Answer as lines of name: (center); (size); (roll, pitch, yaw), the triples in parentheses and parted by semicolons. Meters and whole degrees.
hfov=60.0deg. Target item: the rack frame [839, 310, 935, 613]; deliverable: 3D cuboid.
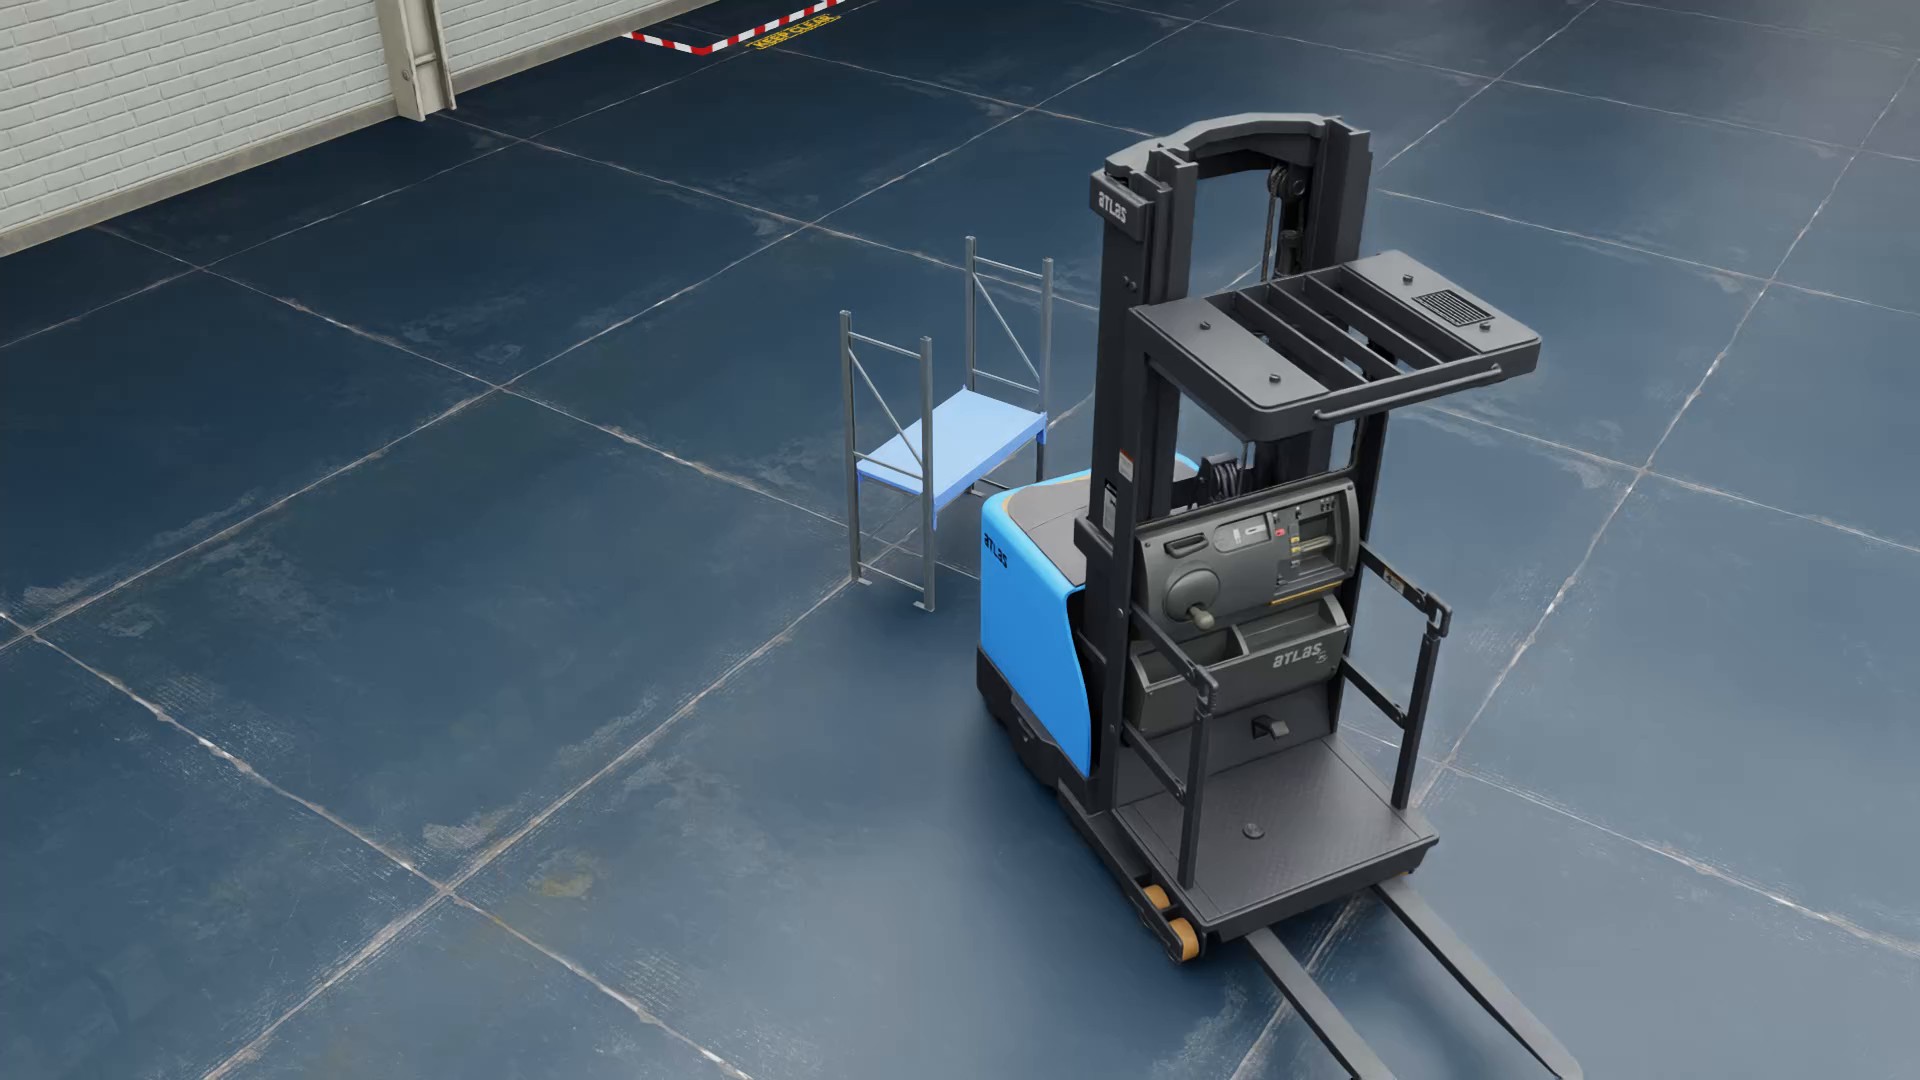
rack frame: (-0.338, -0.348, 7.926); (0.500, 1.500, 0.032); (21, 39, 28)

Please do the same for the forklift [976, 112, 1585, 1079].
forklift: (1.169, 0.116, 5.961); (1.130, 2.935, 3.031); (-15, 37, -21)

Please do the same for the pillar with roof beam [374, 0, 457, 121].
pillar with roof beam: (-0.998, -5.999, 9.588); (9.100, 9.000, 0.400); (21, 39, 28)

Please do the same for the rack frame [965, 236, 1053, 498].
rack frame: (0.241, -0.816, 8.618); (0.500, 1.500, 0.032); (21, 39, 28)

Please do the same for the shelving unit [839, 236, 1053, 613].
shelving unit: (-0.049, -0.582, 8.272); (0.538, 1.500, 1.048); (21, 39, 28)

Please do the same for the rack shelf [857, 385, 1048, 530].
rack shelf: (-0.049, -0.433, 8.373); (0.538, 0.185, 1.000); (21, 39, 28)
